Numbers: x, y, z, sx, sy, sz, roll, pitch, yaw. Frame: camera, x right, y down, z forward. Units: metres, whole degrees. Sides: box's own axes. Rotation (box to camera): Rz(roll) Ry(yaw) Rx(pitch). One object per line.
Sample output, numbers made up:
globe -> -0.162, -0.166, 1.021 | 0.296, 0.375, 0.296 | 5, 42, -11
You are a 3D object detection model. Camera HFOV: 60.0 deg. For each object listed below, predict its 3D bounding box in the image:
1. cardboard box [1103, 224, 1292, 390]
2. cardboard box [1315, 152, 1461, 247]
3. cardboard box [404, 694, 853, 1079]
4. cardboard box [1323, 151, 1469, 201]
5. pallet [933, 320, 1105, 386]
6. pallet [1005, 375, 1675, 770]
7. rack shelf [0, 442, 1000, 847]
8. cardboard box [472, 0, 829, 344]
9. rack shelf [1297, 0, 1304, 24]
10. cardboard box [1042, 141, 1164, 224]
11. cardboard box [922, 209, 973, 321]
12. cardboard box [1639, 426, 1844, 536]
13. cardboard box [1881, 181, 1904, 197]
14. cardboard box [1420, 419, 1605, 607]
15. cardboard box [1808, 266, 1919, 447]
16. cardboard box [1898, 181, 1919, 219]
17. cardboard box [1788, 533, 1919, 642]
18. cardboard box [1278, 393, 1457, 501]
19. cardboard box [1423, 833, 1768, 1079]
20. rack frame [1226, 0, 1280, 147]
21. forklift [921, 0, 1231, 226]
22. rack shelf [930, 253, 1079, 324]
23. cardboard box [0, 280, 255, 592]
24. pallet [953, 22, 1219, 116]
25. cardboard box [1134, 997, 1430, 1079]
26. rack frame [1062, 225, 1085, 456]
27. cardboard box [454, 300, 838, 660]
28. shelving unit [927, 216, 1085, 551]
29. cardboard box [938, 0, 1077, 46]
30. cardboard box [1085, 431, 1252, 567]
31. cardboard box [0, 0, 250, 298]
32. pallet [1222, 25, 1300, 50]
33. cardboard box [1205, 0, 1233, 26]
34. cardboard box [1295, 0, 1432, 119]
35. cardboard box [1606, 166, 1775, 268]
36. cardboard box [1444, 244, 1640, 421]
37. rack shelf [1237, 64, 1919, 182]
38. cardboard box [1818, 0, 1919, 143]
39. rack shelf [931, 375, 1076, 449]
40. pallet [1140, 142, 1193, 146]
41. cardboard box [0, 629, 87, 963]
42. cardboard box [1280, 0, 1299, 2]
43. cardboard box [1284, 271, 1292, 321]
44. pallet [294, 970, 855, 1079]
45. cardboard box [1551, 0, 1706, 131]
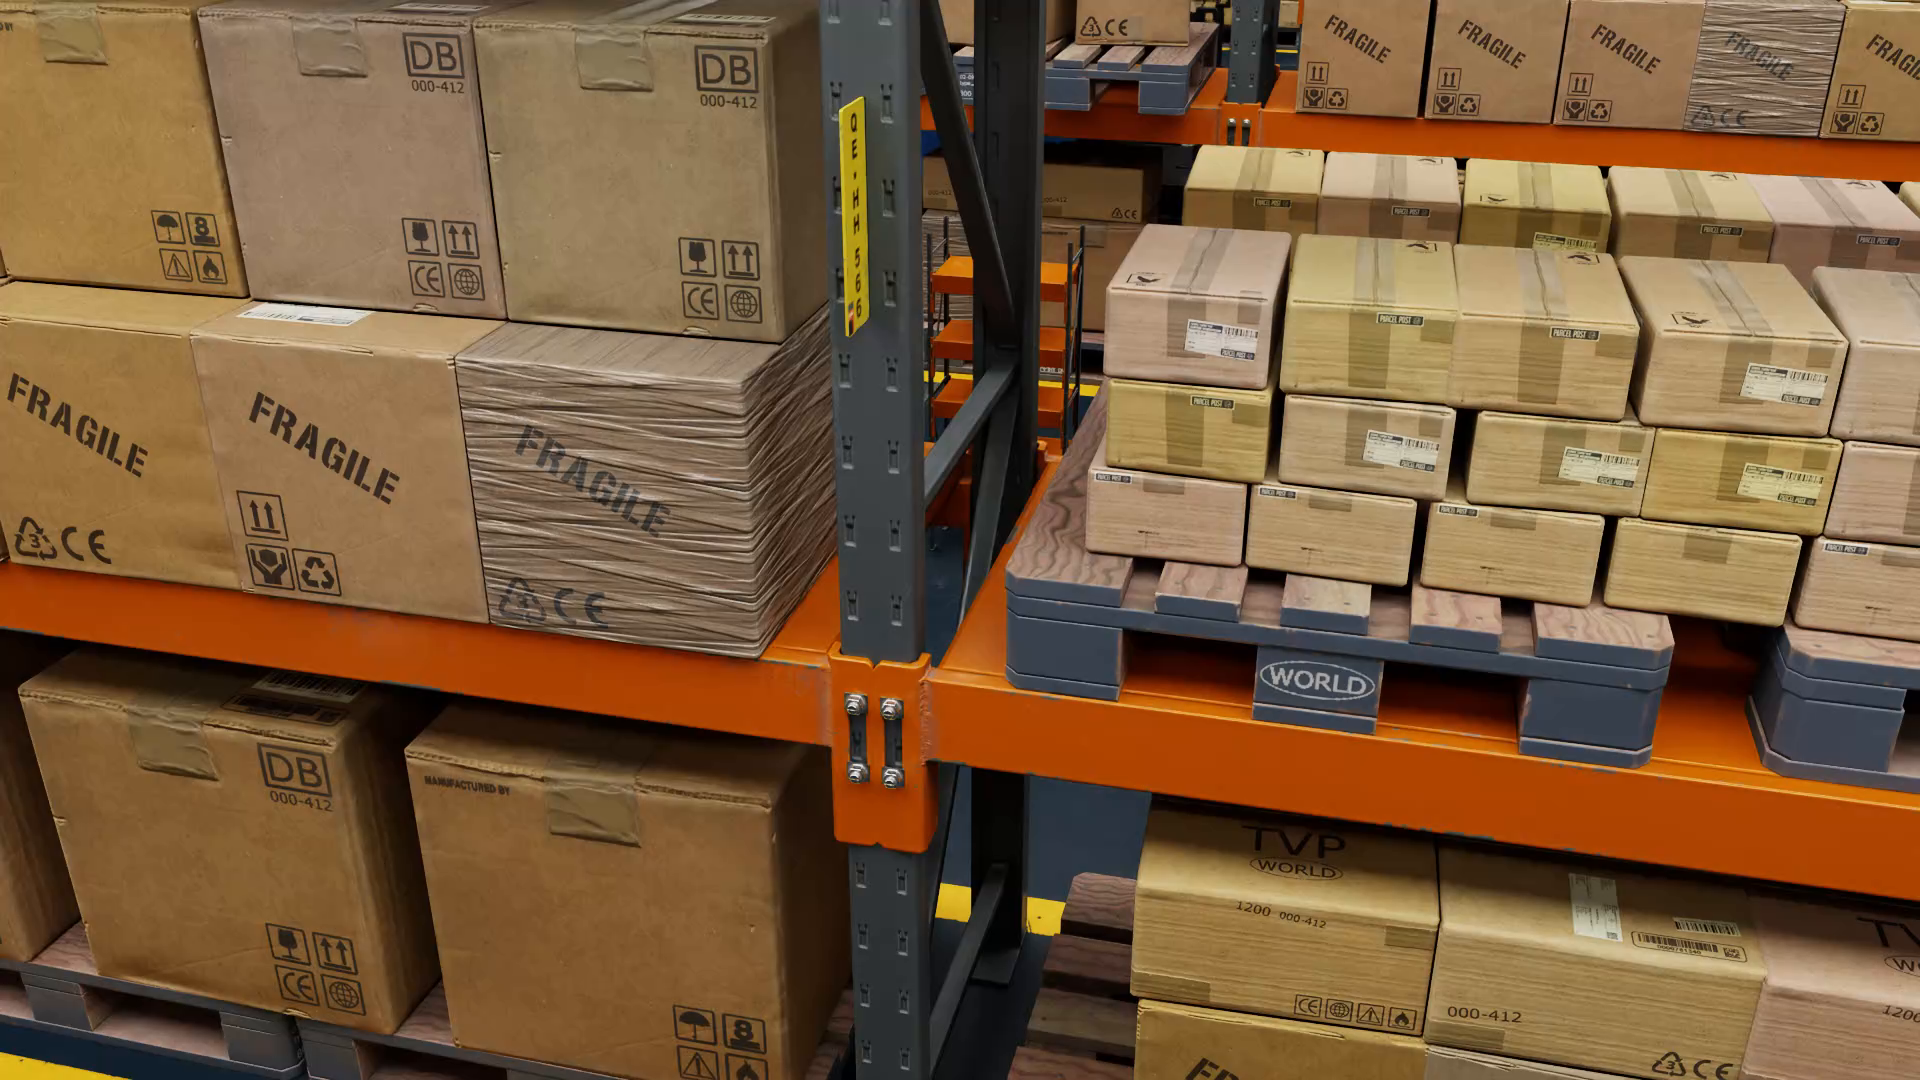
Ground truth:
cardboard box -> 0.388, -0.383, 2.676 | 0.250, 0.149, 0.380 | 6, 26, 13
cardboard box -> 0.816, -0.624, 3.183 | 0.250, 0.149, 0.380 | 6, 26, 12
cardboard box -> -0.583, 0.555, 3.723 | 0.750, 0.750, 1.050 | 6, 26, 12
cardboard box -> 1.981, -1.370, 7.622 | 0.875, 0.875, 1.225 | 5, 26, 11
pallet -> 0.561, -1.048, 8.205 | 1.213, 0.211, 1.003 | 6, 26, 13
pallet -> 0.701, -0.050, 3.089 | 1.003, 0.211, 1.213 | 6, 26, 13
rack shelf -> -1.952, -0.058, 3.719 | 4.000, 0.370, 1.077 | 6, 26, 13
cardboard box -> -0.448, -0.717, 2.988 | 0.500, 0.500, 0.700 | 6, 26, 13
rack shelf -> 0.614, -4.174, 12.365 | 4.000, 0.370, 1.077 | 6, 26, 13
cardboard box -> 0.662, -1.691, 7.835 | 0.500, 0.250, 0.500 | 7, 26, 15
cardboard box -> 0.124, -1.410, 8.119 | 0.500, 0.500, 0.700 | 4, 26, 9
cardboard box -> 1.170, -0.161, 2.557 | 0.250, 0.149, 0.380 | 6, 26, 13
cardboard box -> 3.701, -1.180, 7.223 | 0.875, 0.875, 1.225 | 5, 26, 11
cardboard box -> 0.889, -0.055, 2.680 | 0.250, 0.149, 0.380 | 8, 27, 16
cardboard box -> 1.400, -0.271, 2.441 | 0.250, 0.149, 0.380 | 8, 26, 15
cardboard box -> 1.825, -0.512, 2.948 | 0.250, 0.149, 0.380 | 8, 26, 16
cardboard box -> 1.409, 0.000, 2.563 | 0.250, 0.149, 0.380 | 7, 26, 15
cardboard box -> 0.666, -0.216, 2.671 | 0.250, 0.149, 0.380 | 8, 26, 15
cardboard box -> 1.083, 0.661, 2.920 | 0.500, 0.250, 0.500 | 6, 26, 12
rack frame -> 1.318, -2.223, 7.429 | 0.127, 3.000, 1.000 | 6, 26, 13
forklift -> 1.250, -3.341, 9.859 | 3.031, 2.935, 1.130 | 6, 26, 12
rack shelf -> 0.160, -0.879, 5.786 | 0.480, 0.148, 0.258 | 6, 26, 13
cardboard box -> -1.485, -0.258, 3.185 | 0.500, 0.500, 0.500 | 6, 26, 12
pallet -> 0.601, -2.168, 7.537 | 1.003, 0.211, 1.213 | 6, 26, 13
cardboard box -> 0.606, 0.952, 3.180 | 0.500, 0.500, 0.500 | 5, 26, 11
rack frame -> 0.397, -0.498, 5.900 | 0.015, 1.200, 0.240 | 6, 26, 13
cardboard box -> -0.518, -0.150, 2.960 | 0.500, 0.500, 0.500 | 6, 26, 13
shelving unit -> 0.160, -0.524, 5.955 | 0.503, 1.200, 0.258 | 6, 26, 13
cardboard box -> 0.219, -2.517, 7.442 | 0.500, 0.500, 0.700 | 10, 27, 21
cardboard box -> 0.368, -0.113, 2.801 | 0.250, 0.149, 0.380 | 6, 26, 12
cardboard box -> -1.435, -0.825, 3.214 | 0.500, 0.500, 0.700 | 6, 26, 12
pallet -> 3.001, -5.192, 16.909 | 1.213, 0.211, 1.003 | 6, 26, 13
cardboard box -> 2.718, -5.303, 16.609 | 0.500, 0.250, 0.500 | 6, 26, 12
cardboard box -> 1.721, -2.102, 7.060 | 0.500, 0.500, 0.500 | 7, 26, 15
cardboard box -> 1.329, -0.569, 3.067 | 0.250, 0.149, 0.380 | 7, 26, 15
cardboard box -> 0.881, -0.327, 2.560 | 0.250, 0.149, 0.380 | 6, 26, 13
rack shelf -> 3.255, -1.684, 7.134 | 4.000, 0.370, 1.077 | 6, 26, 13
cardboard box -> 3.686, -1.885, 6.603 | 0.500, 0.500, 0.500 | 6, 26, 12
rack shelf -> 0.160, -0.463, 5.984 | 0.480, 0.148, 0.258 | 6, 26, 13
pallet -> 1.811, -3.125, 12.568 | 1.213, 0.211, 1.003 | 6, 26, 13
cardboard box -> -2.332, 0.363, 4.126 | 0.750, 0.750, 1.050 | 6, 26, 13
cardboard box -> 3.220, -5.501, 16.373 | 0.500, 0.311, 0.500 | 7, 26, 14
cardboard box -> 0.577, -0.516, 3.301 | 0.250, 0.149, 0.380 | 7, 26, 14
pallet -> -0.760, 0.975, 3.957 | 1.213, 0.211, 1.003 | 6, 26, 13
cardboard box -> 2.718, -1.995, 6.834 | 0.500, 0.500, 0.500 | 6, 26, 12
